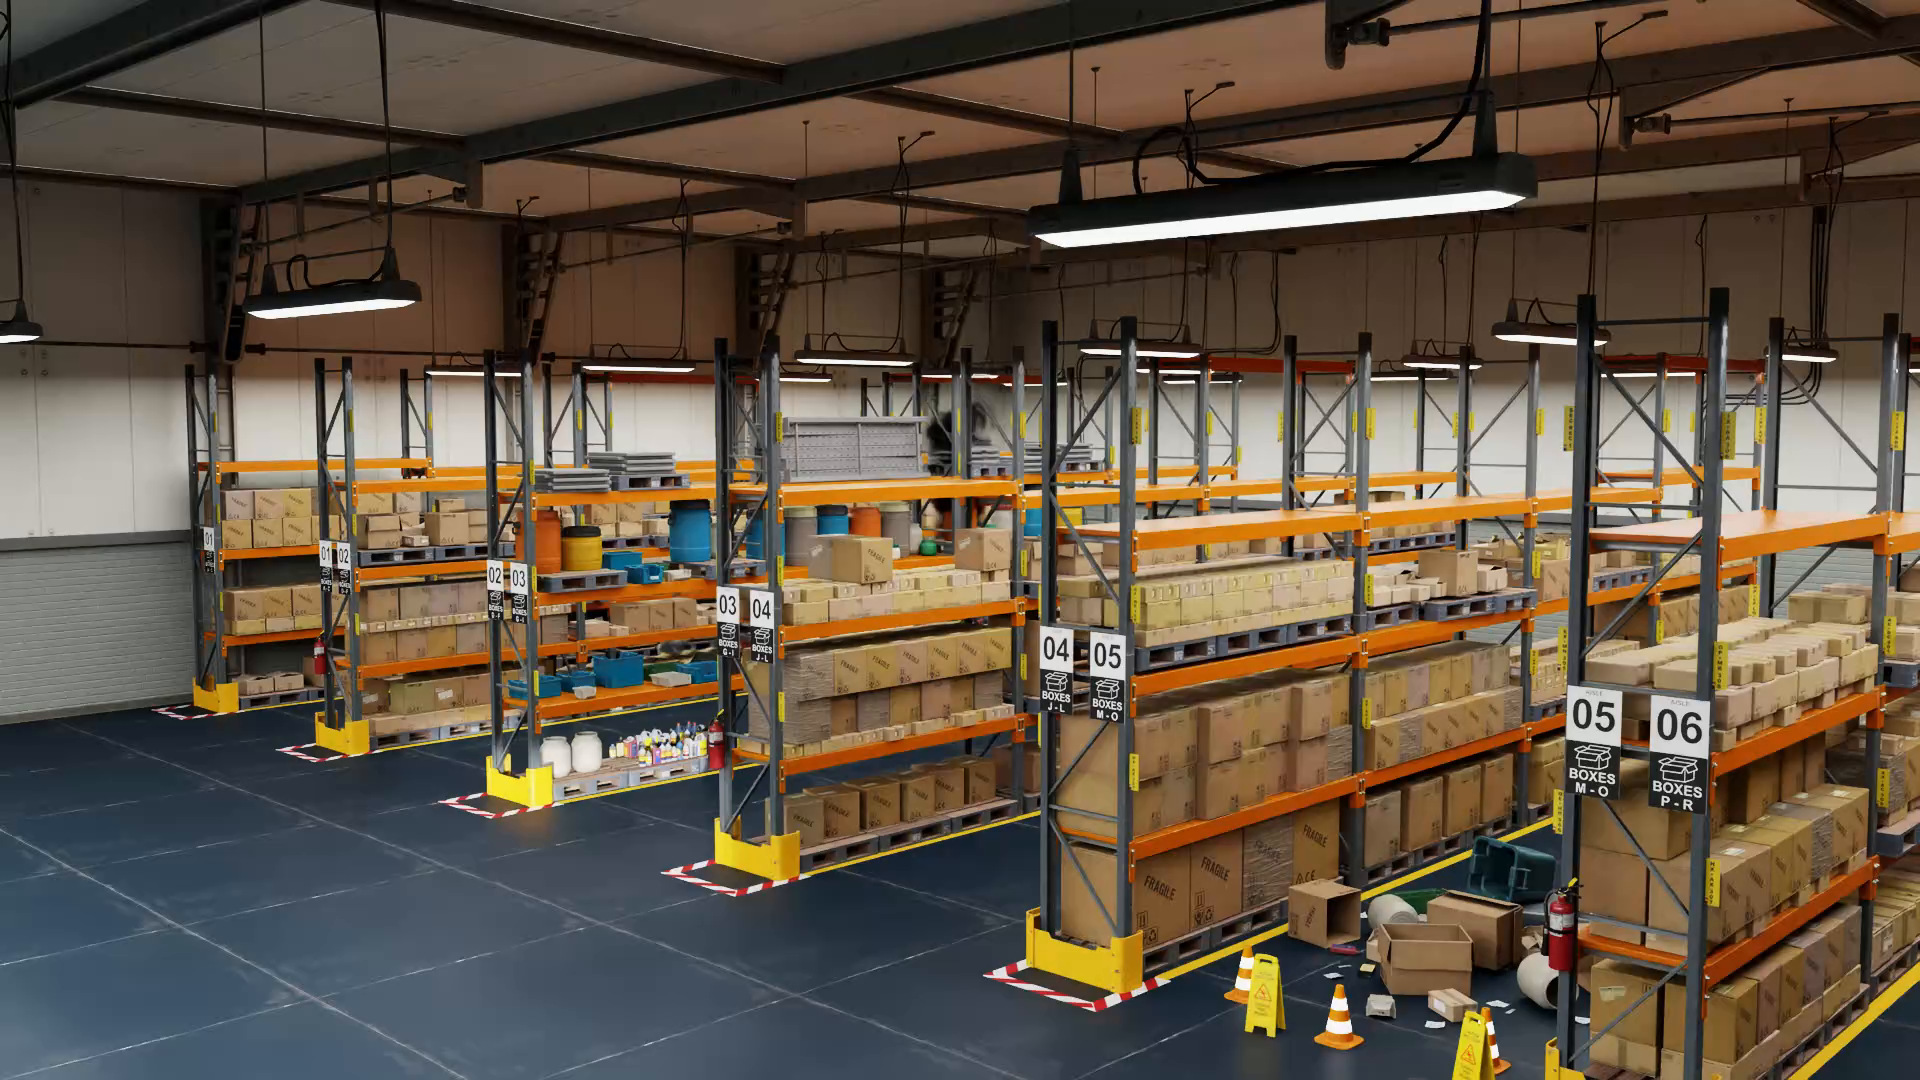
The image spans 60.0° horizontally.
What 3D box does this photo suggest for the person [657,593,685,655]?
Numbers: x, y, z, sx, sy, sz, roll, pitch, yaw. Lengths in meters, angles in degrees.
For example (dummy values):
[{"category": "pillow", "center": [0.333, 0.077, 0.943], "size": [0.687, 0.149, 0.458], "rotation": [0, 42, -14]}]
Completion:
[{"category": "person", "center": [-5.564, 1.808, 32.251], "size": [0.682, 1.840, 0.802], "rotation": [4, 6, 42]}]
